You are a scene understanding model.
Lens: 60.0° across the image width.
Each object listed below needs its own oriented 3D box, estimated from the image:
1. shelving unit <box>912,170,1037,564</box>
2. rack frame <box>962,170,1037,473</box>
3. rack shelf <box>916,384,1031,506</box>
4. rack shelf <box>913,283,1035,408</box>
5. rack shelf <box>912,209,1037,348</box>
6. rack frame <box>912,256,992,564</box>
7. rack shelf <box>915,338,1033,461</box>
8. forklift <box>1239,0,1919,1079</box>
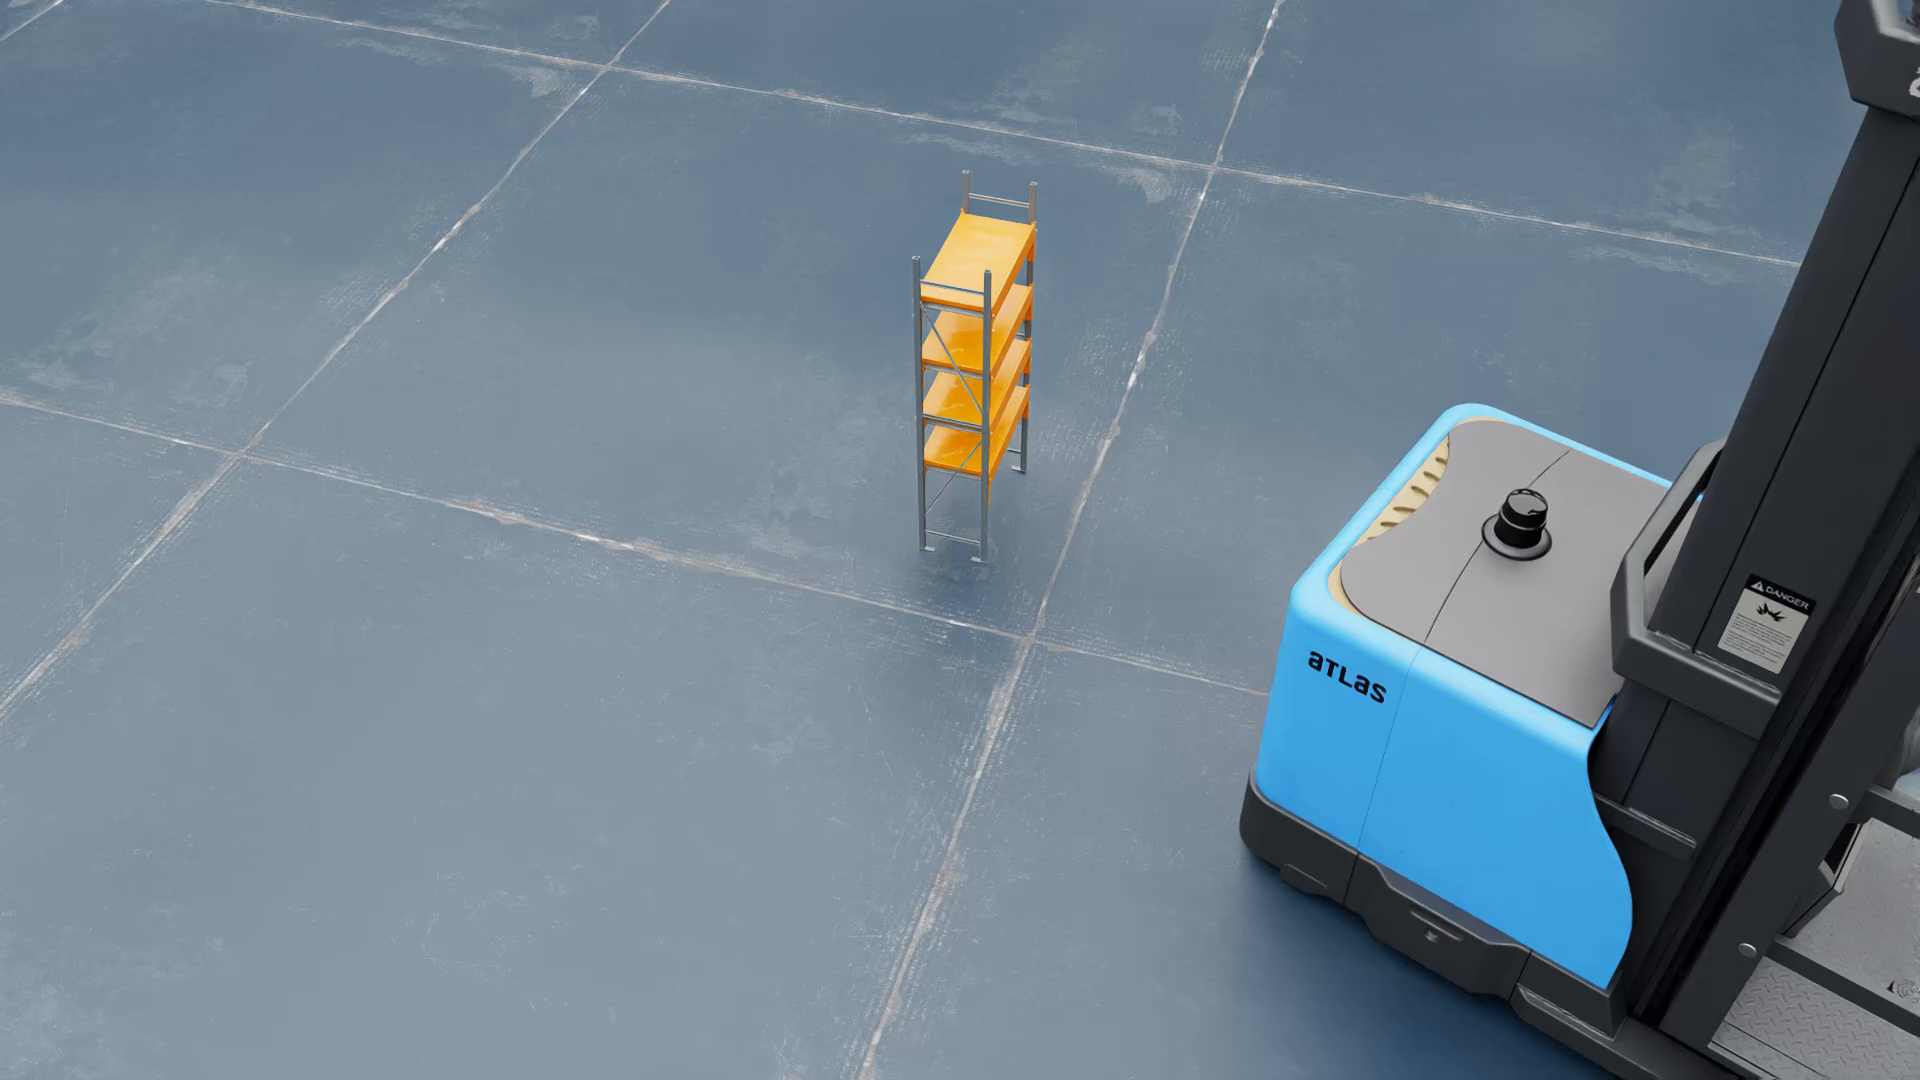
[{"bbox_3d":[0.050,-0.539,5.443,0.258,1.200,0.503,13,46,13],"label":"shelving unit"},{"bbox_3d":[0.124,-0.702,5.609,0.240,1.200,0.015,13,46,13],"label":"rack frame"},{"bbox_3d":[0.050,-0.349,5.629,0.258,0.148,0.480,13,46,13],"label":"rack shelf"},{"bbox_3d":[0.050,-0.651,5.334,0.258,0.148,0.480,13,46,13],"label":"rack shelf"},{"bbox_3d":[0.050,-0.820,5.168,0.258,0.148,0.480,13,46,13],"label":"rack shelf"},{"bbox_3d":[-0.024,-0.377,5.277,0.240,1.200,0.015,13,46,13],"label":"rack frame"},{"bbox_3d":[0.050,-0.491,5.490,0.258,0.148,0.480,13,46,13],"label":"rack shelf"},{"bbox_3d":[2.283,0.210,3.440,3.031,2.935,1.130,28,51,26],"label":"forklift"}]
